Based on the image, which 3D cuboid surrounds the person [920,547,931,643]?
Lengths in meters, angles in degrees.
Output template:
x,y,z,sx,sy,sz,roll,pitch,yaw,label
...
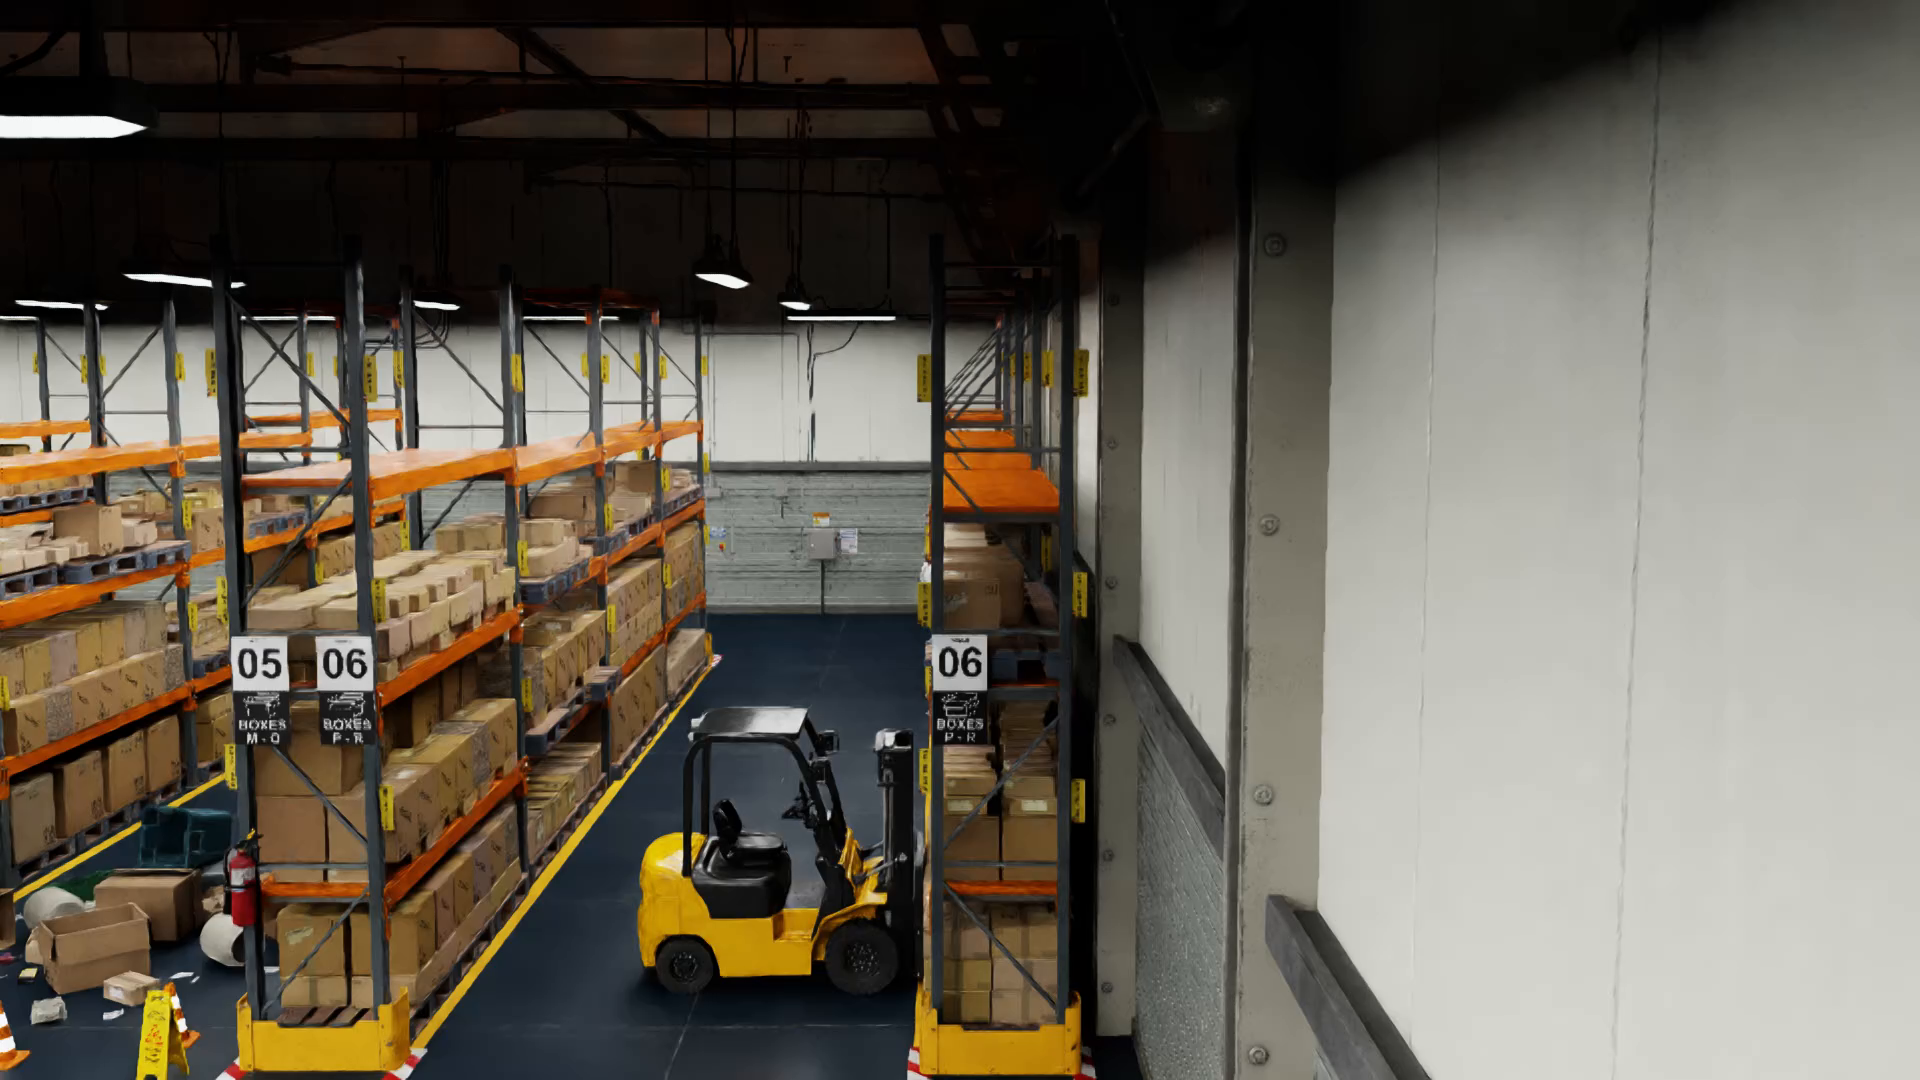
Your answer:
x,y,z,sx,sy,sz,roll,pitch,yaw,label
-0.431,0.980,29.812,0.473,1.777,0.709,-4,7,-29,person
